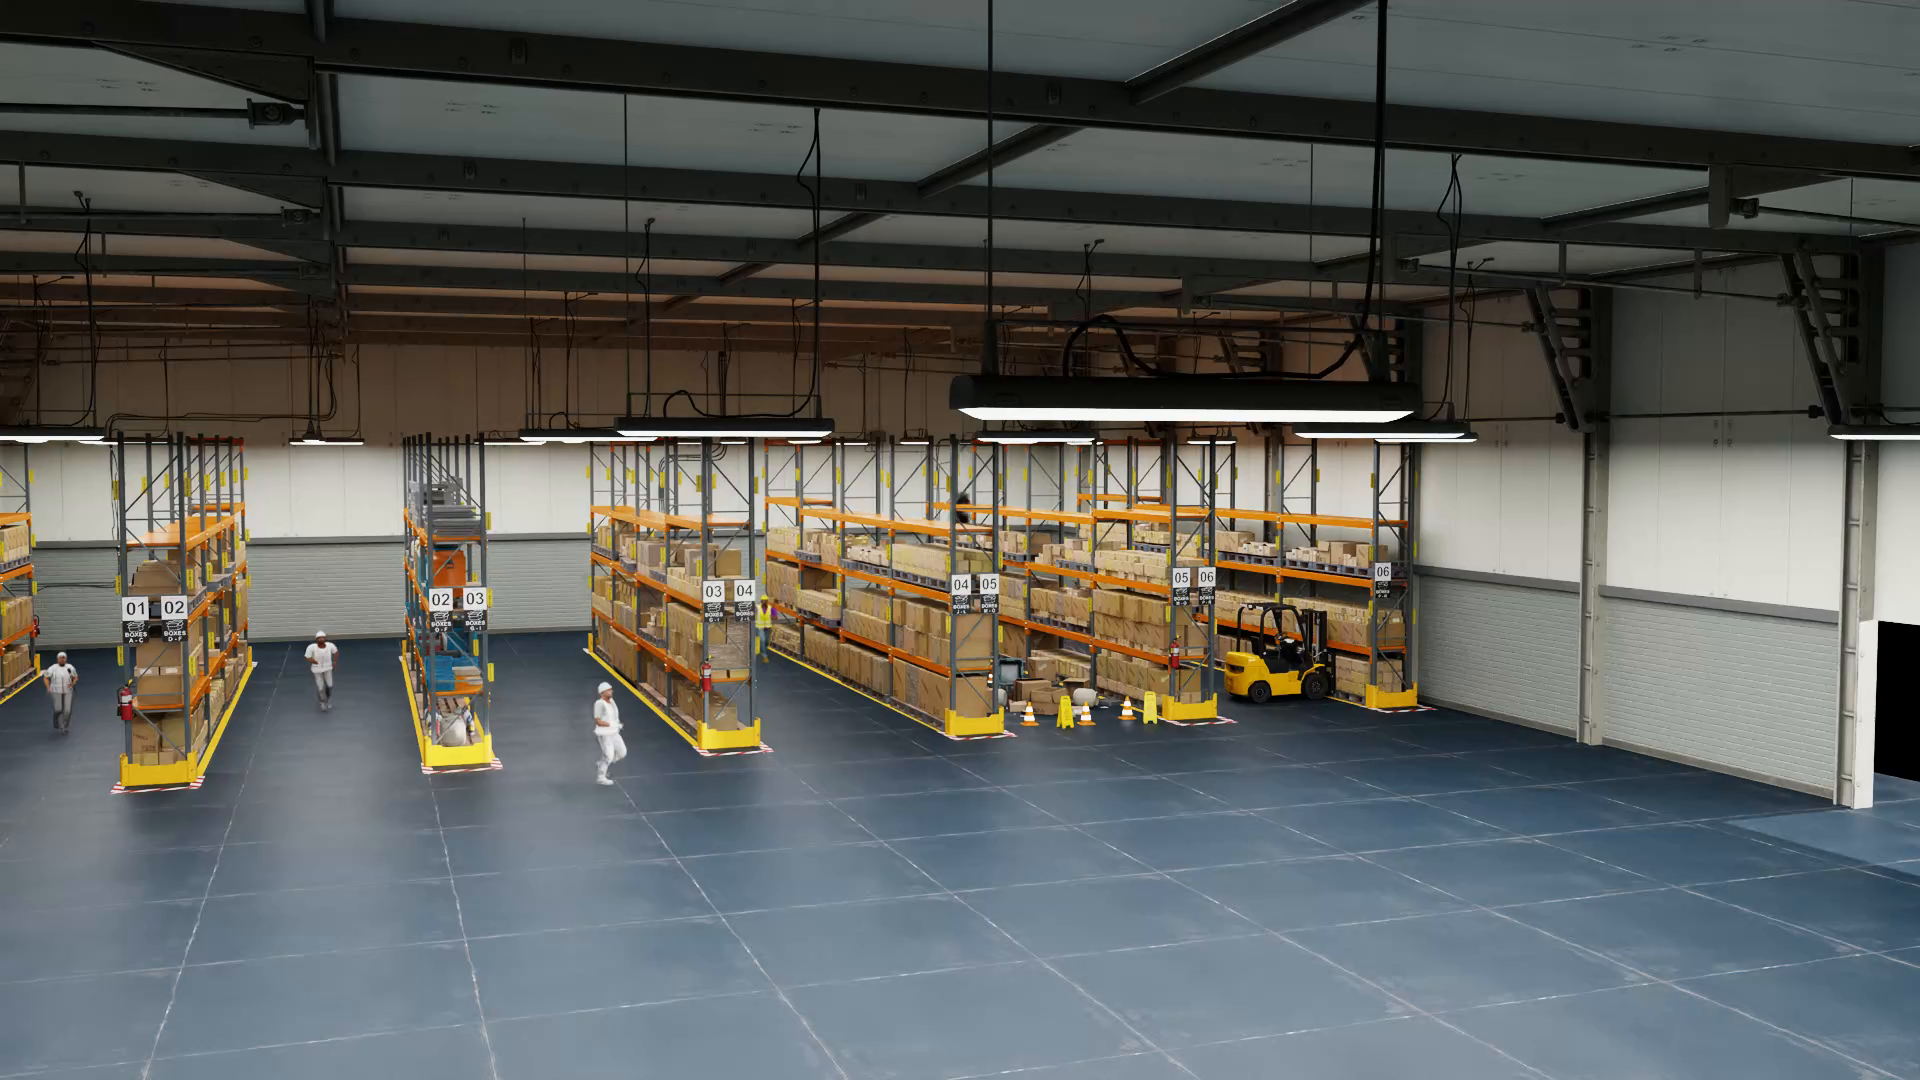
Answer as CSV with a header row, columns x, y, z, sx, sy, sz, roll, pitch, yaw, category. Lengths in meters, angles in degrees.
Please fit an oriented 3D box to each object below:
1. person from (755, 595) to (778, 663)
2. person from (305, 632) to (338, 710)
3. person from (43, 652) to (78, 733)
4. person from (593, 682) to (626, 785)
x,y,z,sx,sy,sz,roll,pitch,yaw,category
-5.224,2.345,44.420,0.696,1.759,0.988,-1,3,-19,person
-13.857,2.841,36.125,0.688,1.723,0.695,-1,3,-25,person
-17.989,3.066,33.325,0.604,1.625,0.520,-2,4,-35,person
-5.944,3.283,28.238,0.583,1.739,0.678,1,3,14,person
